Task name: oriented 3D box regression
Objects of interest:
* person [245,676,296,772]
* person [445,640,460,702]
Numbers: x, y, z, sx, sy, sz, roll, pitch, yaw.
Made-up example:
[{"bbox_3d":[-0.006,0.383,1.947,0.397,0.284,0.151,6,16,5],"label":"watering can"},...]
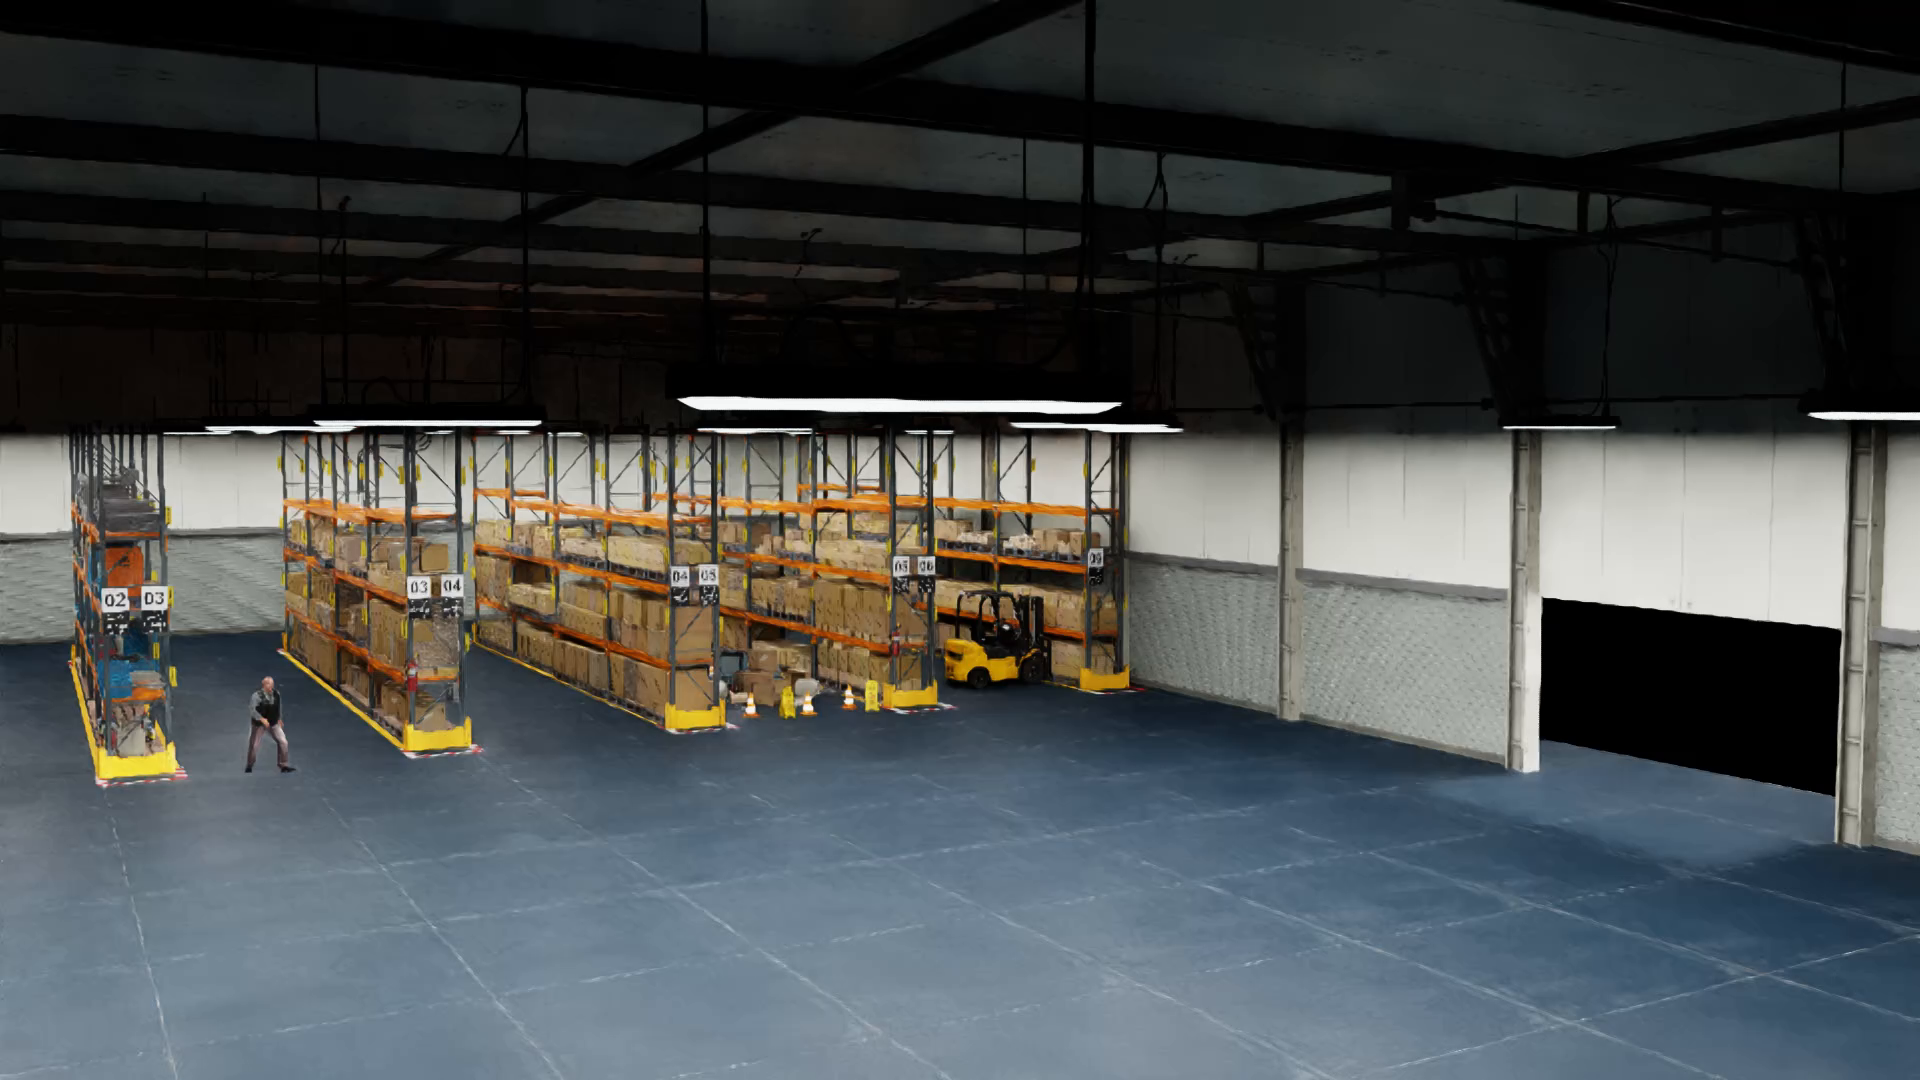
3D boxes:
[{"bbox_3d":[-11.821,3.135,28.336,0.844,1.661,0.682,3,5,44],"label":"person"},{"bbox_3d":[-10.935,2.656,35.981,0.579,1.673,0.464,2,4,32],"label":"person"}]
